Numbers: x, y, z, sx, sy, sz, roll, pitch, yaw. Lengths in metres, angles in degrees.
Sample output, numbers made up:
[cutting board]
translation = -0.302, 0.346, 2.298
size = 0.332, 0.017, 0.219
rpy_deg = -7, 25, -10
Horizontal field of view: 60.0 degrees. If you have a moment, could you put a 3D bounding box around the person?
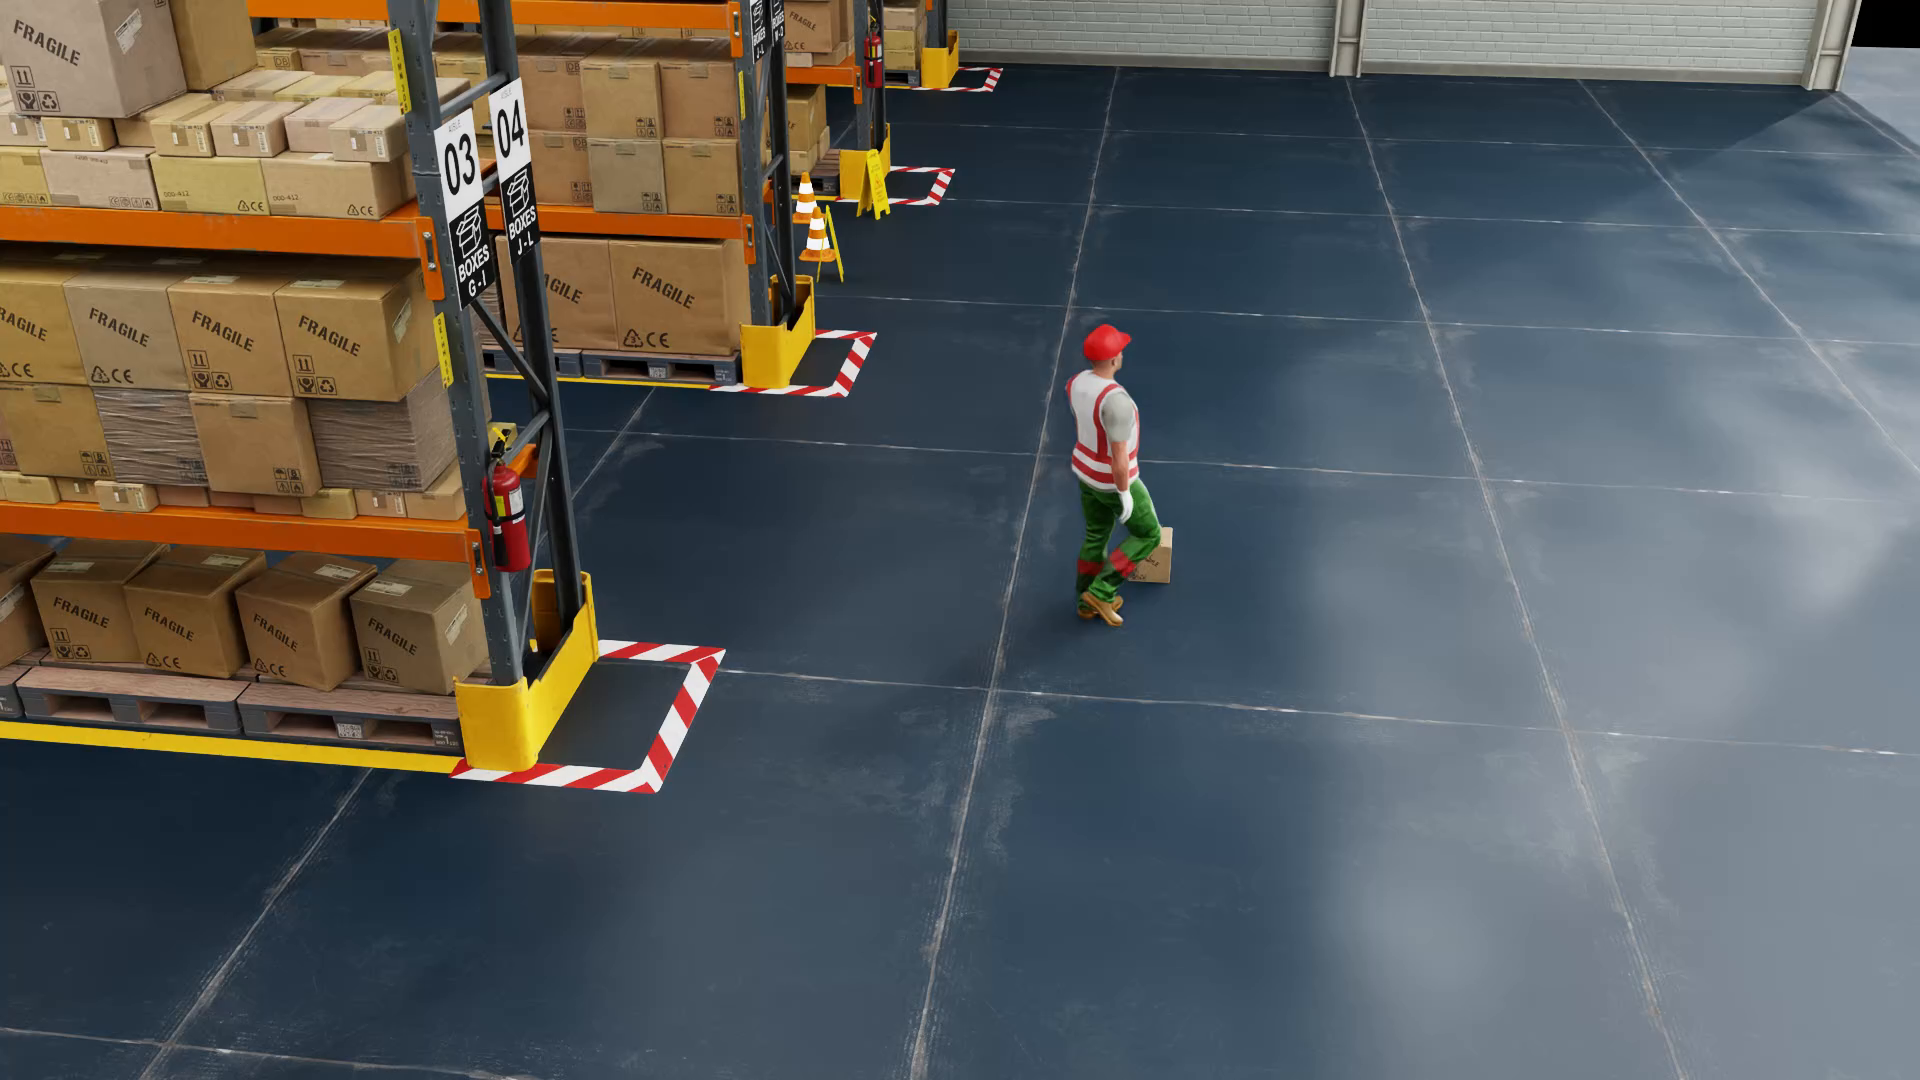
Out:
[person]
translation = 0.838, -0.362, 9.219
size = 0.452, 1.781, 0.599
rpy_deg = -15, 32, -26
